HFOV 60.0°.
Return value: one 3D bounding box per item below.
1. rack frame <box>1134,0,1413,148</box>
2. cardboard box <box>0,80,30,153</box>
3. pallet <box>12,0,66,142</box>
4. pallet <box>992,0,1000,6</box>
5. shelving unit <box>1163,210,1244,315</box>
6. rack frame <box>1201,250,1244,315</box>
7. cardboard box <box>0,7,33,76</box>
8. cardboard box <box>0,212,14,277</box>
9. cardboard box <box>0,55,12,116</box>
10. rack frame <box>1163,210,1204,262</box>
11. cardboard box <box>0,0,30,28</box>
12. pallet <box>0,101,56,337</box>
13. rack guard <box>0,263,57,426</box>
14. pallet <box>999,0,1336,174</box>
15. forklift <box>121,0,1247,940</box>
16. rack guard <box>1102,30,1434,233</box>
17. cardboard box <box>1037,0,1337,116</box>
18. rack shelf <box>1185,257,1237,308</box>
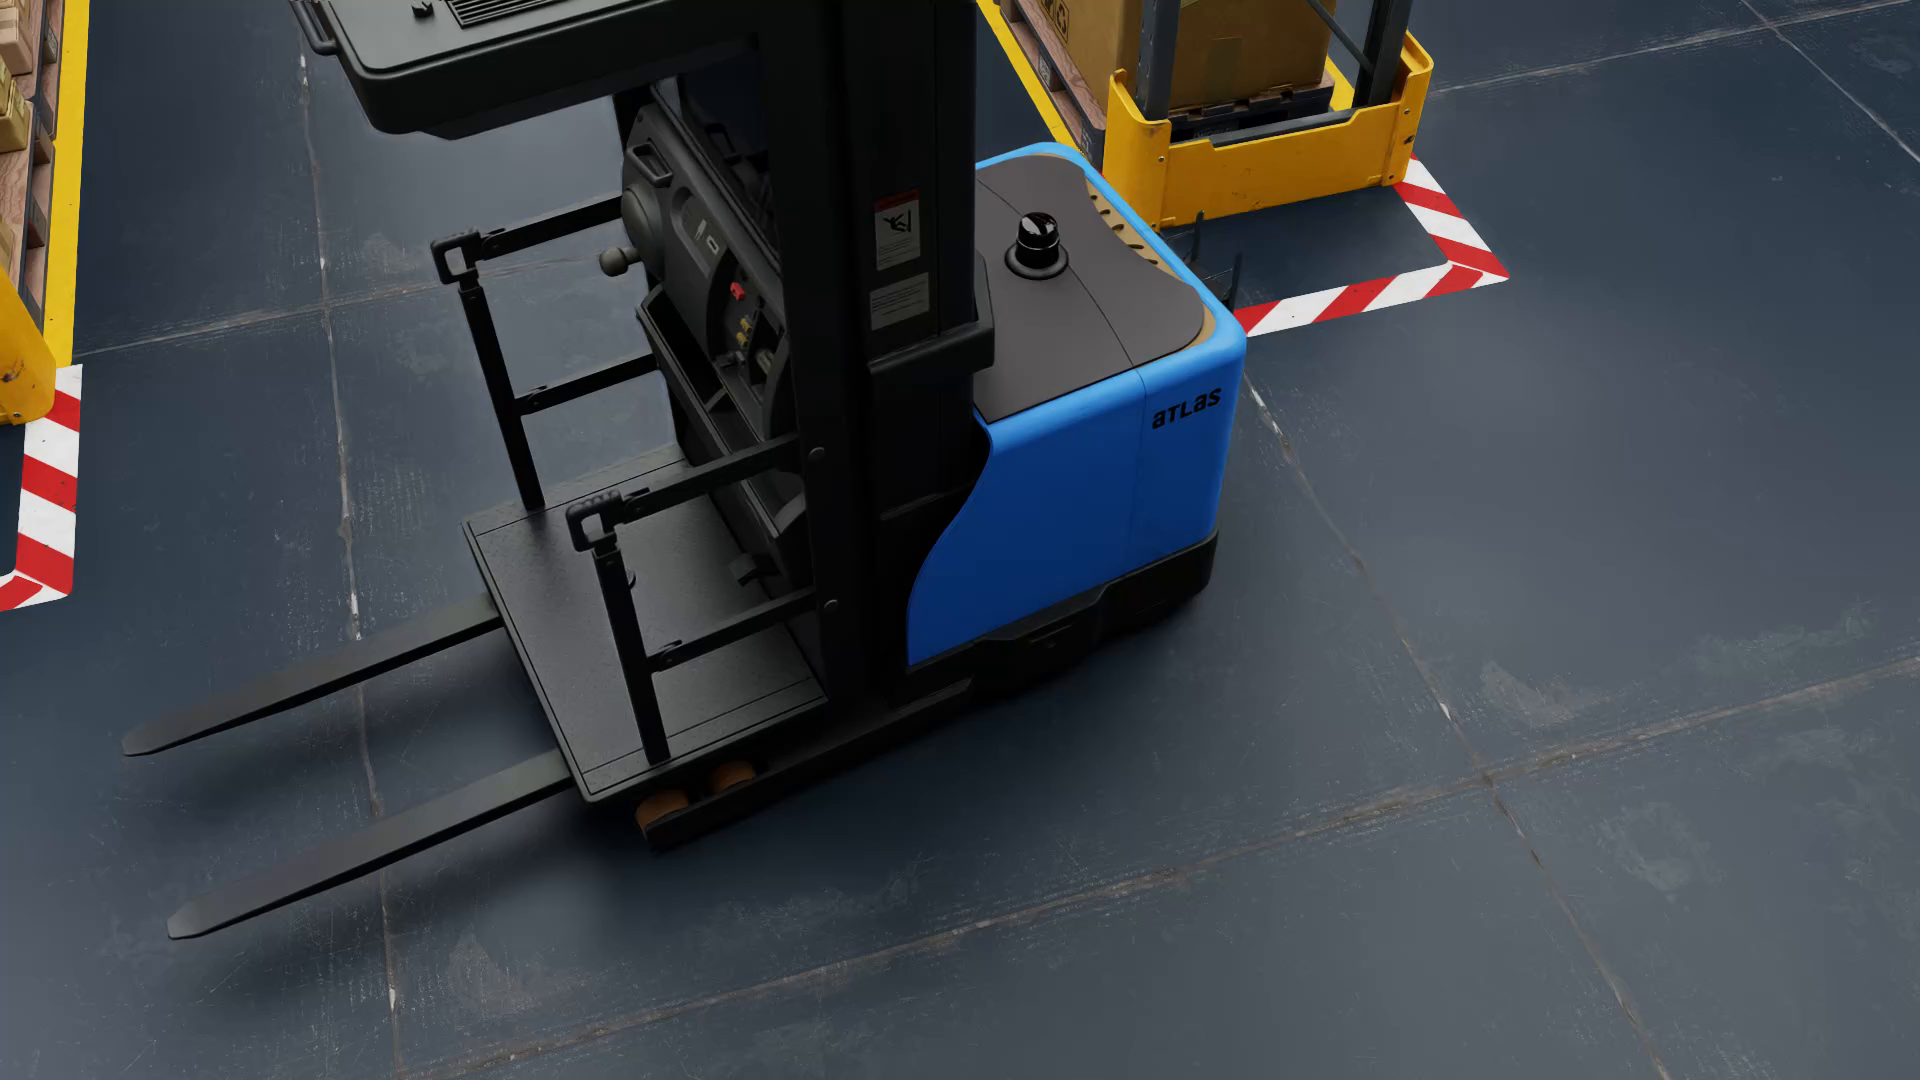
[{"bbox_3d":[1.127,-2.365,5.282,1.000,3.000,0.127,-13,51,-11],"label":"rack frame"},{"bbox_3d":[-3.697,-1.553,6.187,0.380,0.149,0.250,-13,51,-11],"label":"cardboard box"},{"bbox_3d":[-4.227,-1.965,6.768,1.003,0.211,1.213,-13,51,-11],"label":"pallet"},{"bbox_3d":[0.458,-2.922,7.575,1.003,0.211,1.213,-13,51,-11],"label":"pallet"},{"bbox_3d":[0.658,-0.566,5.138,0.258,0.900,0.210,-22,53,-18],"label":"shelving unit"},{"bbox_3d":[0.706,-0.497,5.080,0.240,0.900,0.006,-22,53,-18],"label":"rack frame"},{"bbox_3d":[-3.854,-1.919,6.496,0.380,0.149,0.250,-16,52,-13],"label":"cardboard box"},{"bbox_3d":[-3.490,-0.989,5.712,0.380,0.149,0.250,-12,51,-10],"label":"cardboard box"},{"bbox_3d":[-3.707,-1.654,6.078,0.380,0.149,0.250,-12,51,-10],"label":"cardboard box"},{"bbox_3d":[0.610,-0.634,5.196,0.240,0.900,0.006,-22,53,-18],"label":"rack frame"},{"bbox_3d":[-3.961,-2.116,6.662,0.380,0.149,0.250,-13,51,-11],"label":"cardboard box"},{"bbox_3d":[-3.870,-1.075,6.019,1.003,0.211,1.213,-13,51,-11],"label":"pallet"},{"bbox_3d":[-3.664,-0.567,5.401,1.175,0.500,0.348,-13,51,-11],"label":"rack guard"},{"bbox_3d":[0.816,-2.032,6.825,1.003,0.211,1.213,-13,51,-11],"label":"pallet"},{"bbox_3d":[-0.780,-0.580,3.822,3.031,2.935,1.130,-22,53,-18],"label":"forklift"},{"bbox_3d":[1.134,-1.542,6.223,1.175,0.500,0.348,-13,51,-11],"label":"rack guard"},{"bbox_3d":[0.861,-2.265,6.312,0.875,0.875,0.875,-13,51,-11],"label":"cardboard box"},{"bbox_3d":[0.658,-0.719,4.957,0.258,0.077,0.200,-22,53,-18],"label":"rack shelf"}]
